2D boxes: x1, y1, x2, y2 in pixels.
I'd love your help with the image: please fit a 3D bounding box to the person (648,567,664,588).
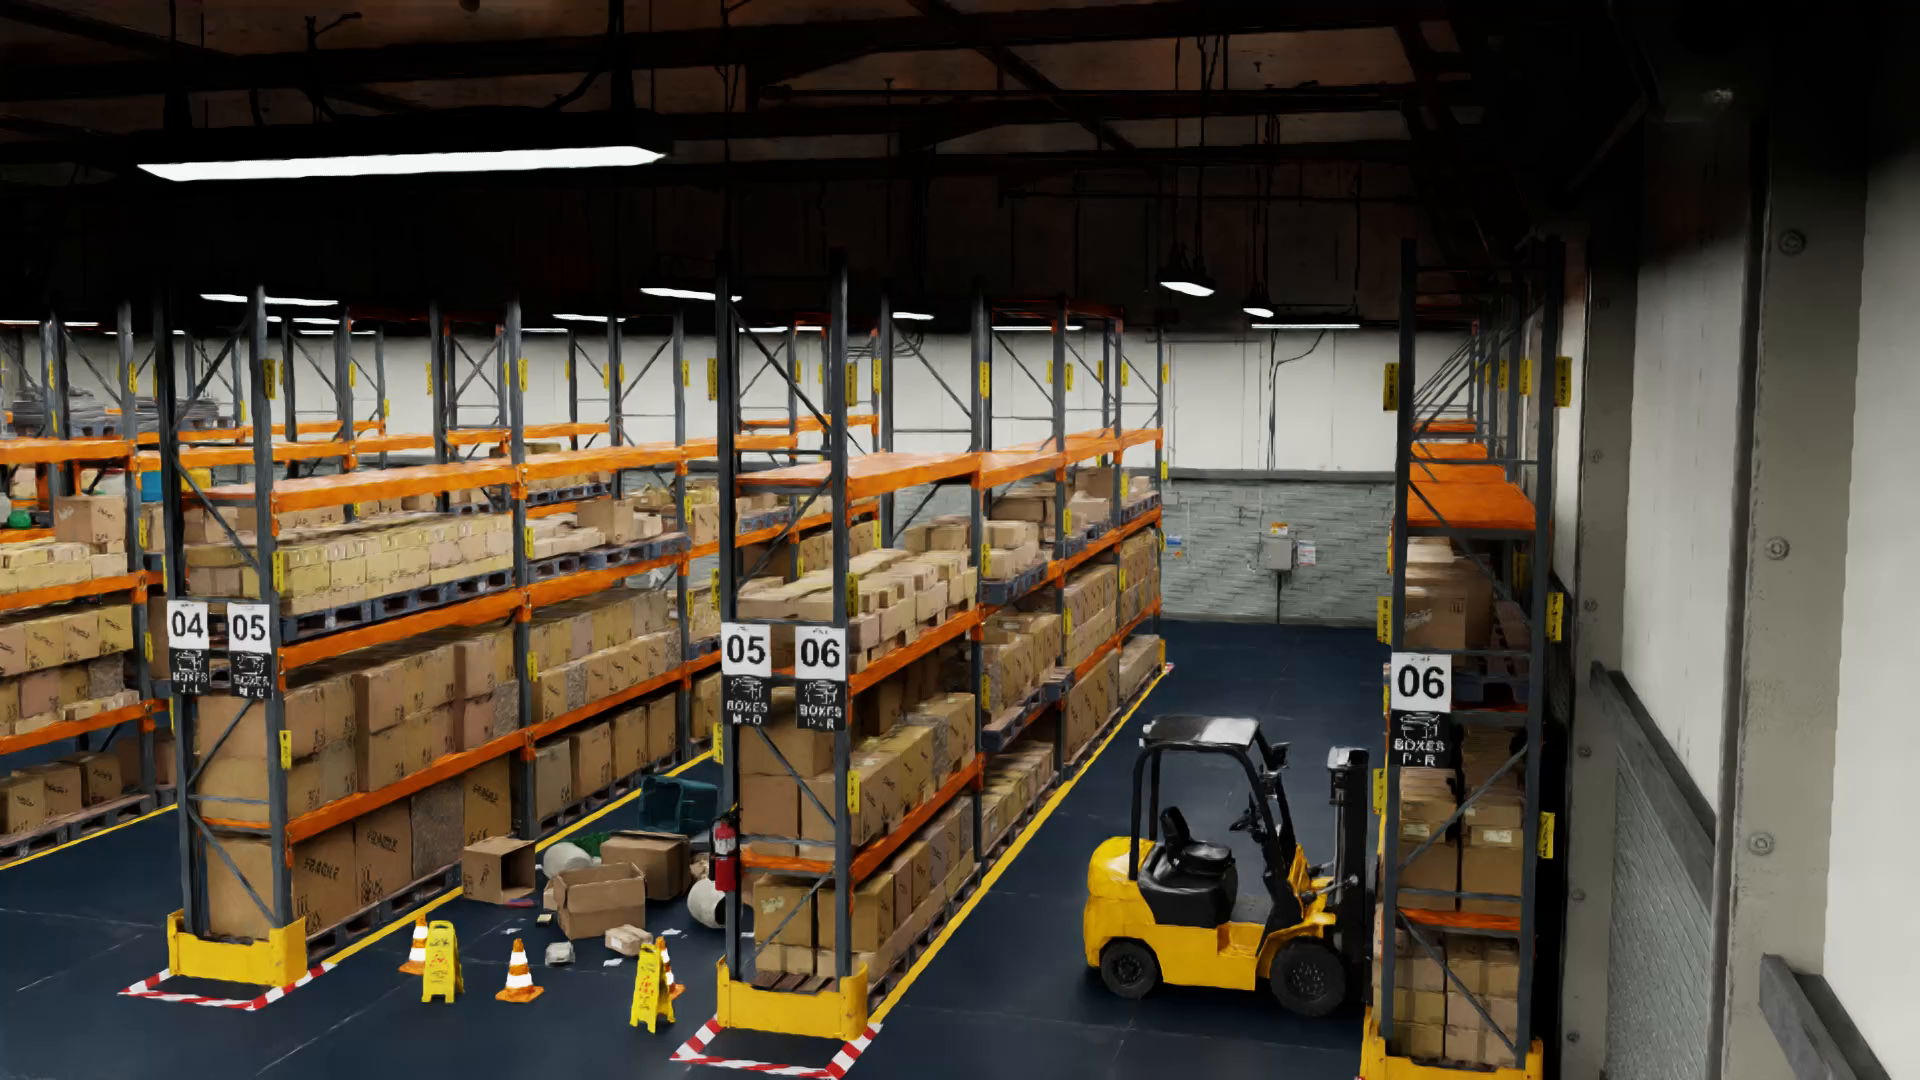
[{"bbox_3d":[-6.044,0.826,33.269,0.593,1.658,0.507,-2,6,-17],"label":"person"}]
